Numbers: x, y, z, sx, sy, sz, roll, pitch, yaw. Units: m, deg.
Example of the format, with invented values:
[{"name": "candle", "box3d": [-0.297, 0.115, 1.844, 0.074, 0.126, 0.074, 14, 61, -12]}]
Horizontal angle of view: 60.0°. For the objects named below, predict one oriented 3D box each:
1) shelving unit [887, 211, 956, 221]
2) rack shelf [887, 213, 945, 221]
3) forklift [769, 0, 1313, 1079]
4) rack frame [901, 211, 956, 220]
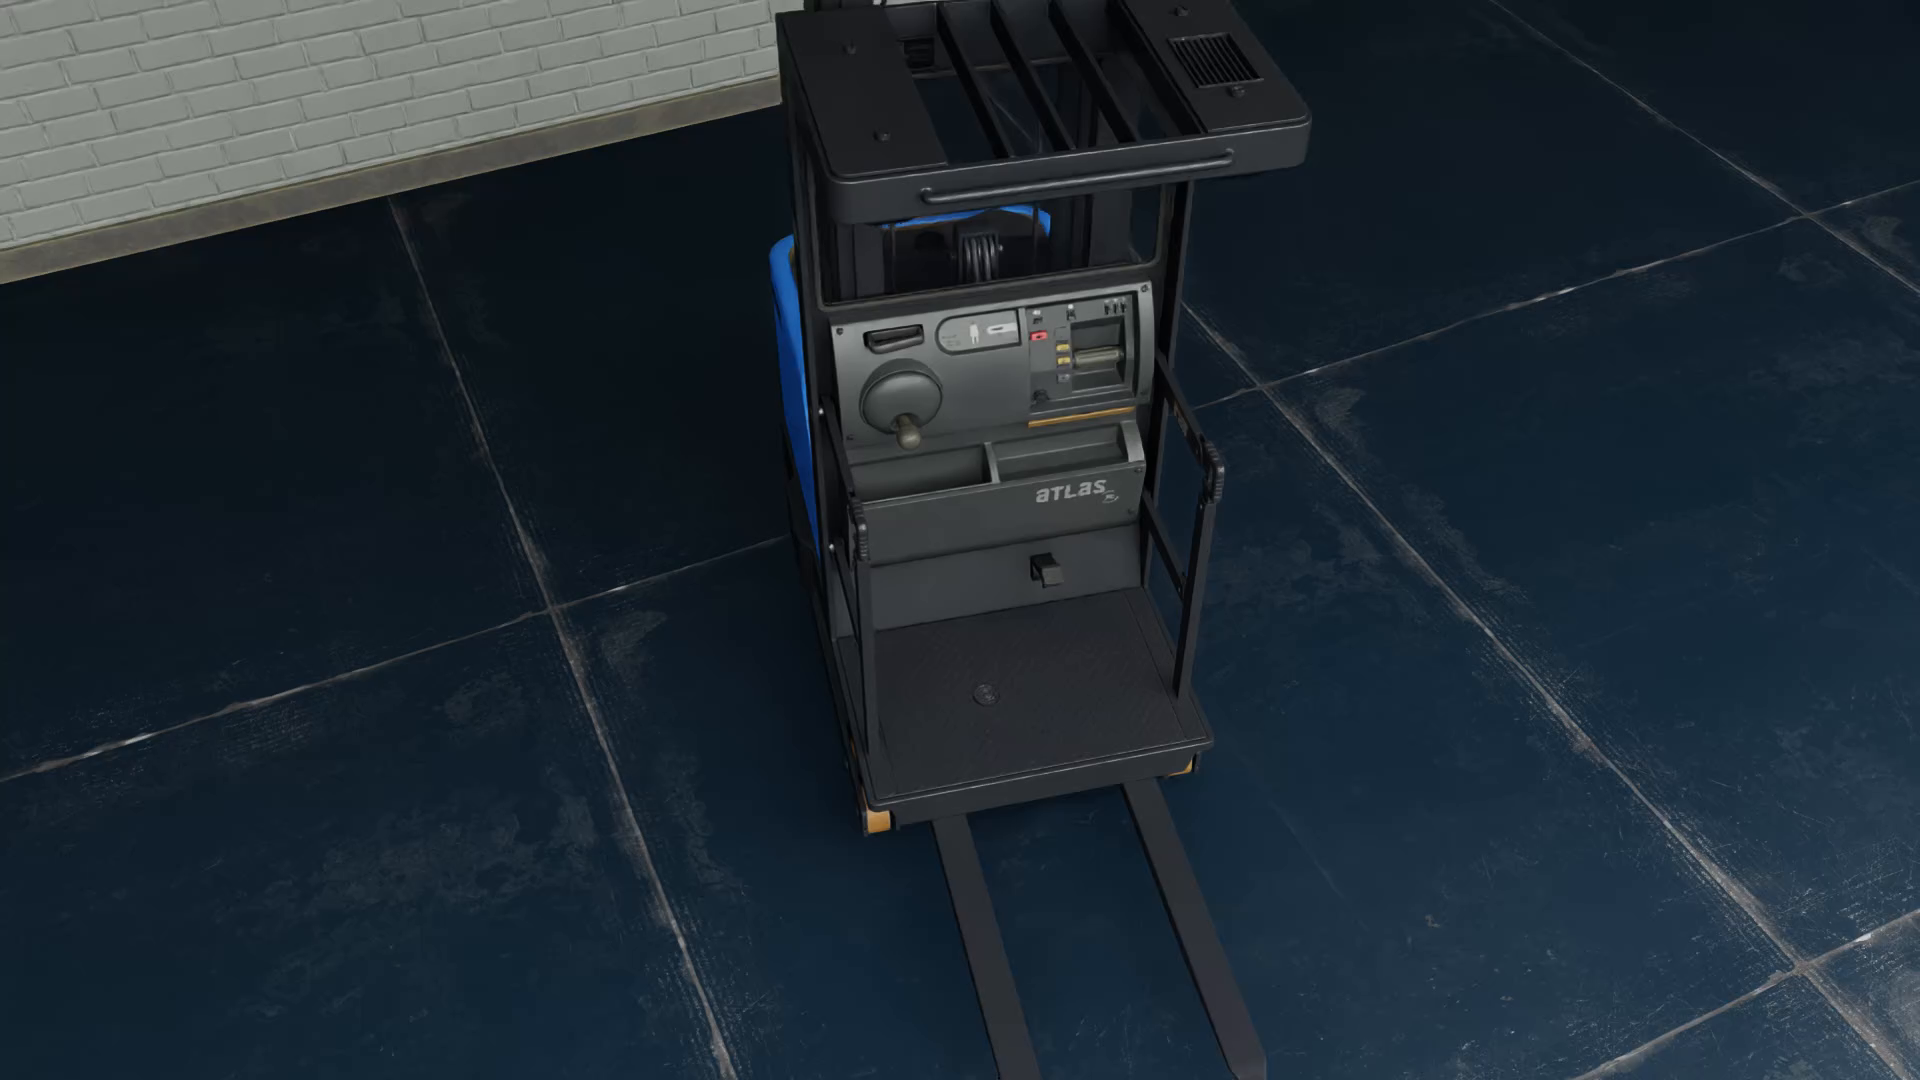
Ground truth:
[{"name": "shelving unit", "box3d": [-0.140, -0.881, 6.395, 0.215, 1.050, 0.252, -9, 45, -9]}, {"name": "rack shelf", "box3d": [-0.140, -1.075, 6.203, 0.215, 0.259, 0.240, -9, 45, -9]}, {"name": "forklift", "box3d": [0.153, -0.410, 4.578, 1.130, 2.935, 3.031, -9, 45, -9]}, {"name": "rack frame", "box3d": [-0.112, -0.797, 6.310, 0.200, 1.050, 0.008, -9, 45, -9]}]
